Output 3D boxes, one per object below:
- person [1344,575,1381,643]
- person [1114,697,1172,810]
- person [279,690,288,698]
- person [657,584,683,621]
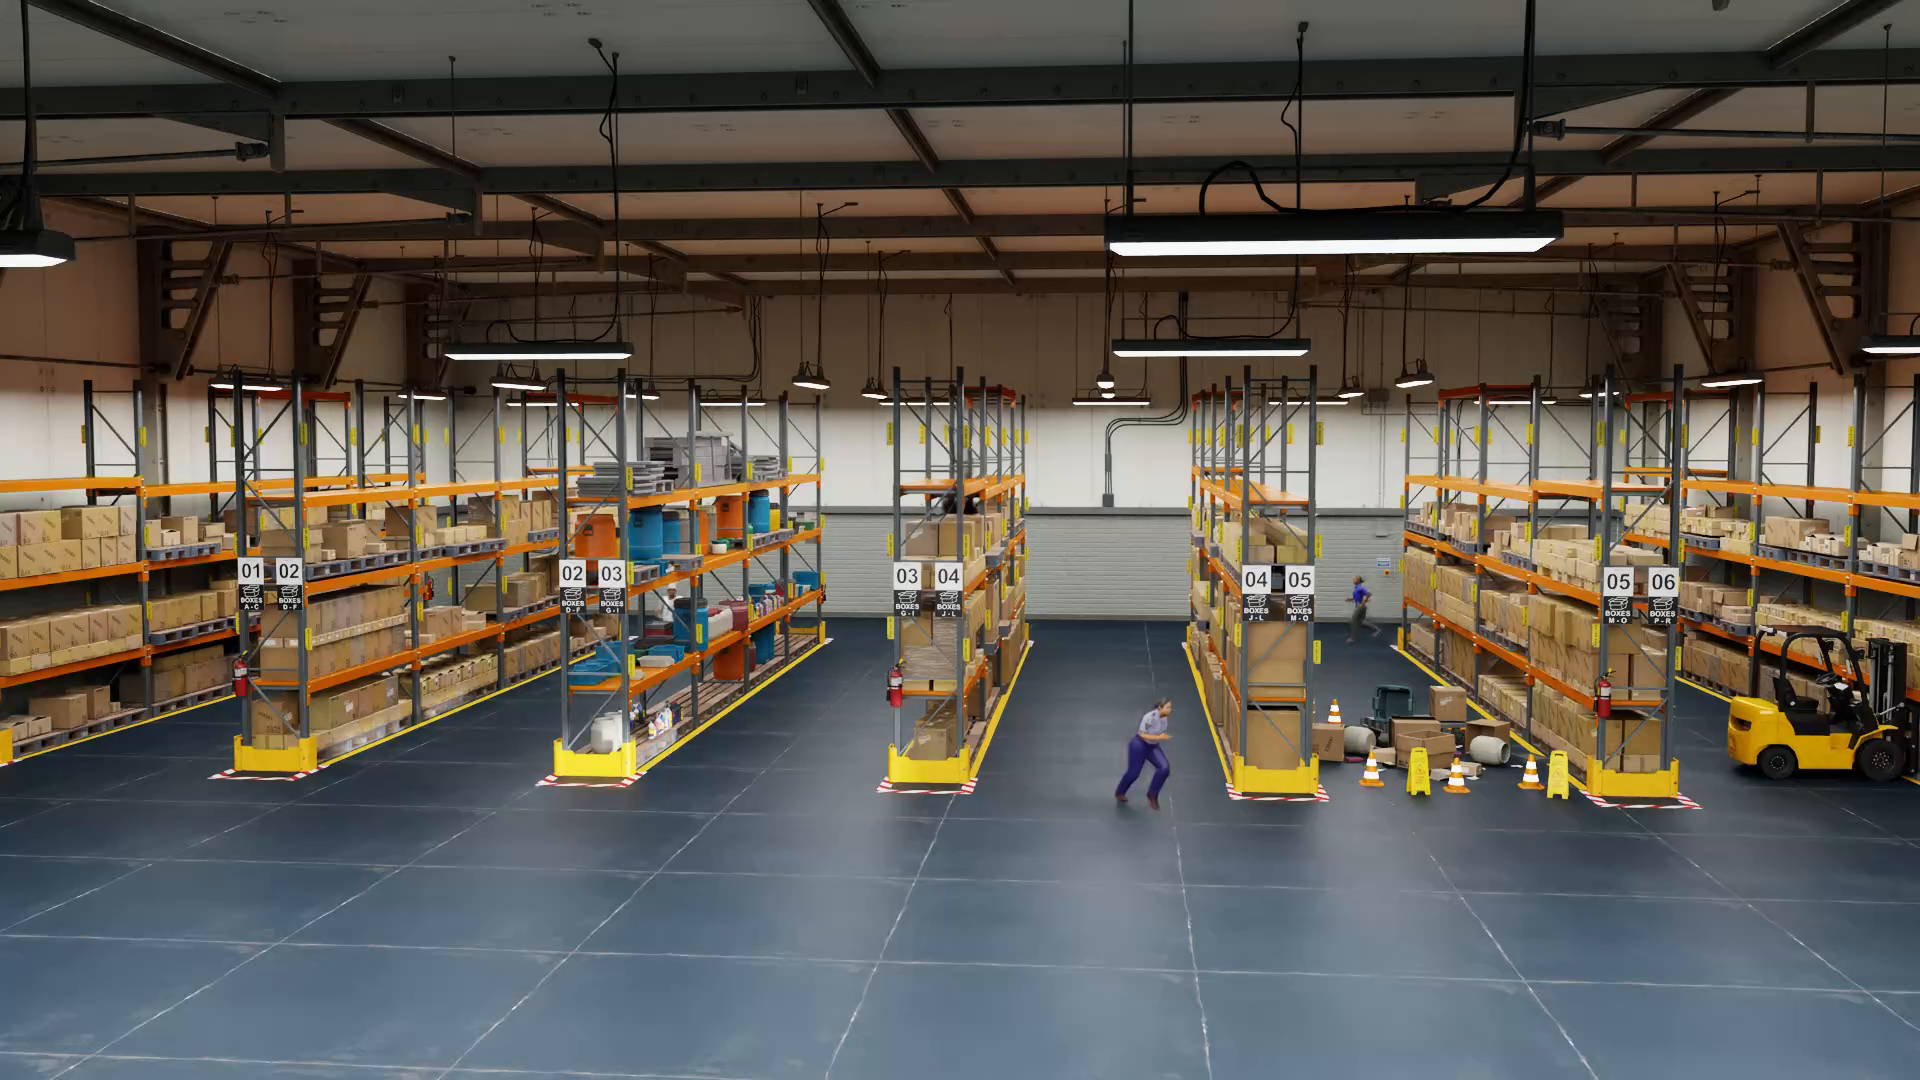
[{"bbox_3d":[9.805,1.687,40.427,0.877,1.639,0.562,1,4,8],"label":"person"},{"bbox_3d":[2.509,2.867,22.457,0.954,1.575,0.645,3,5,44],"label":"person"},{"bbox_3d":[-12.422,2.323,30.422,0.693,1.590,0.829,-1,4,-21],"label":"person"},{"bbox_3d":[-6.343,1.848,36.707,0.683,1.765,0.849,0,4,-6],"label":"person"}]
